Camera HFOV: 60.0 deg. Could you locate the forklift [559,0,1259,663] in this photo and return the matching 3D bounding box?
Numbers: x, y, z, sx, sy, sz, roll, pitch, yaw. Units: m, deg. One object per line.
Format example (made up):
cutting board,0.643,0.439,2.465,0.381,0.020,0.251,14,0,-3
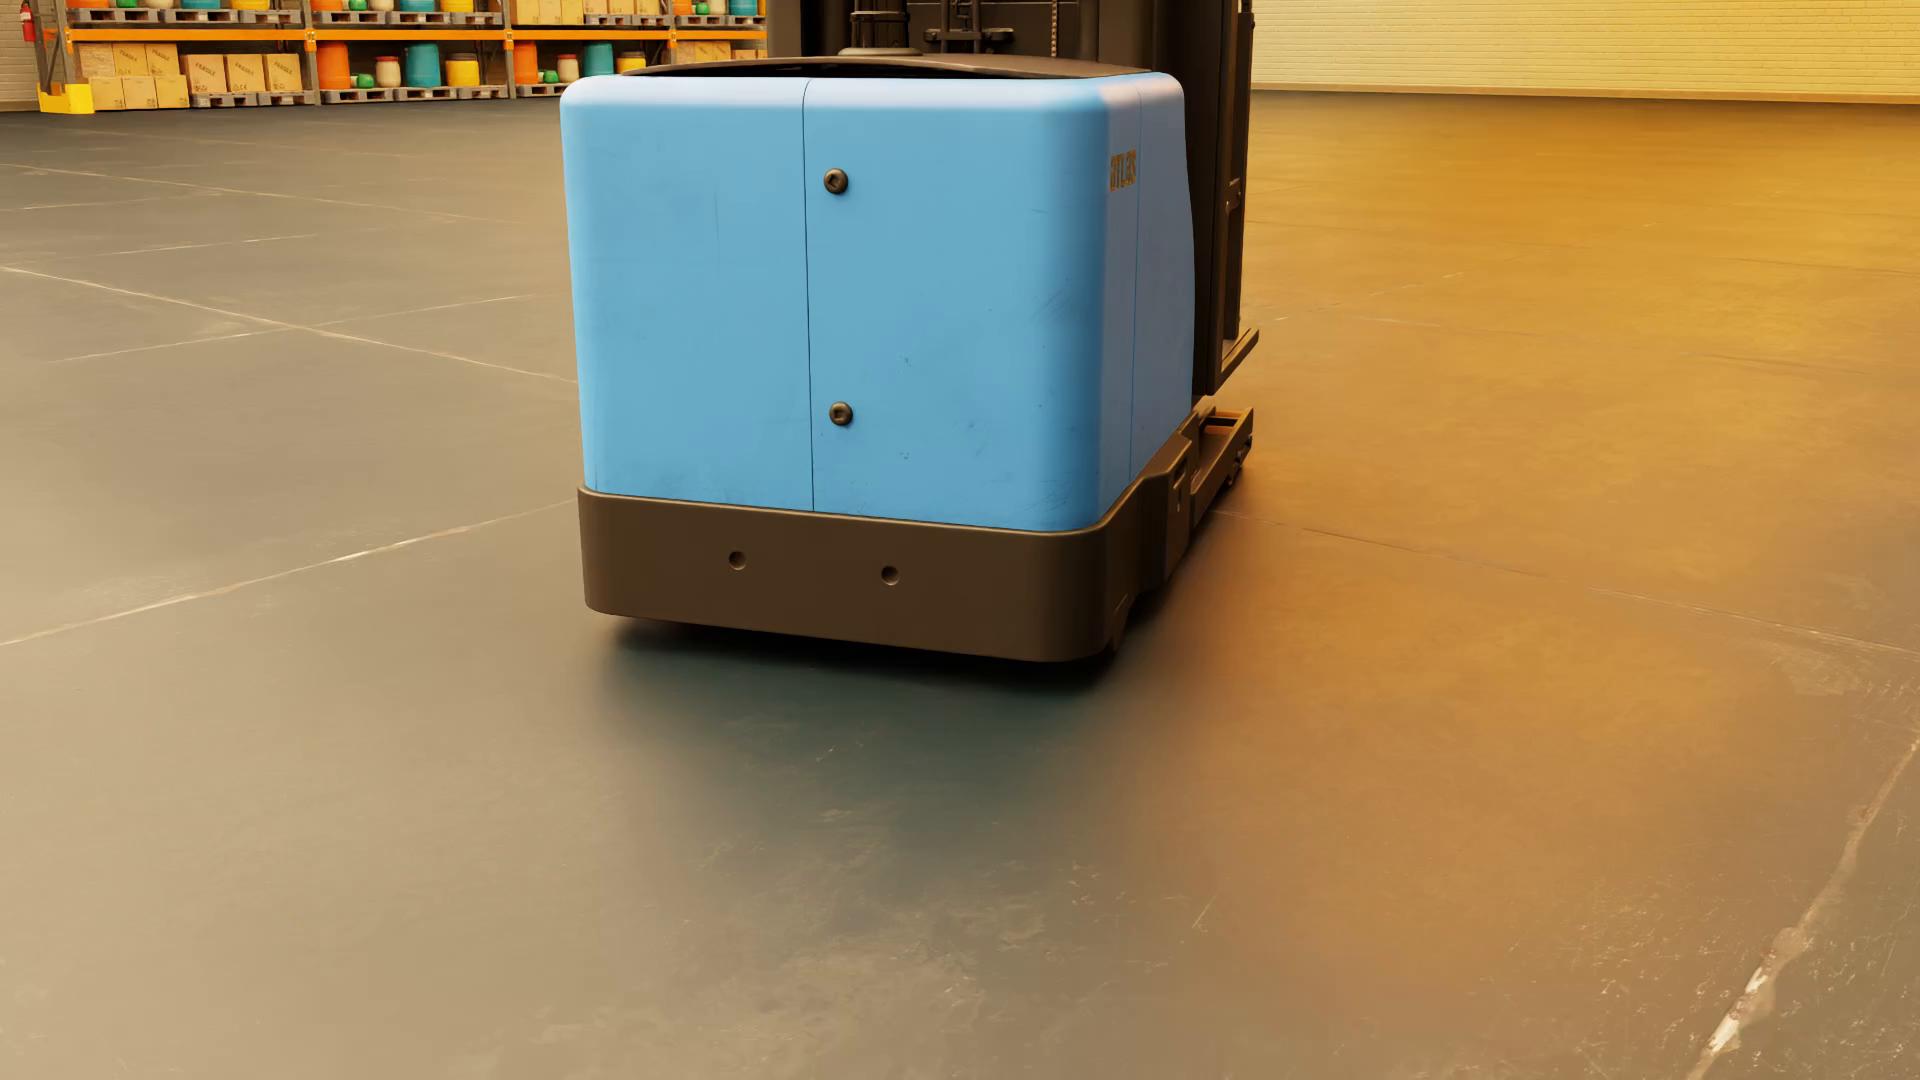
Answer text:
forklift,0.182,-1.571,4.072,1.130,2.935,3.031,5,18,17
